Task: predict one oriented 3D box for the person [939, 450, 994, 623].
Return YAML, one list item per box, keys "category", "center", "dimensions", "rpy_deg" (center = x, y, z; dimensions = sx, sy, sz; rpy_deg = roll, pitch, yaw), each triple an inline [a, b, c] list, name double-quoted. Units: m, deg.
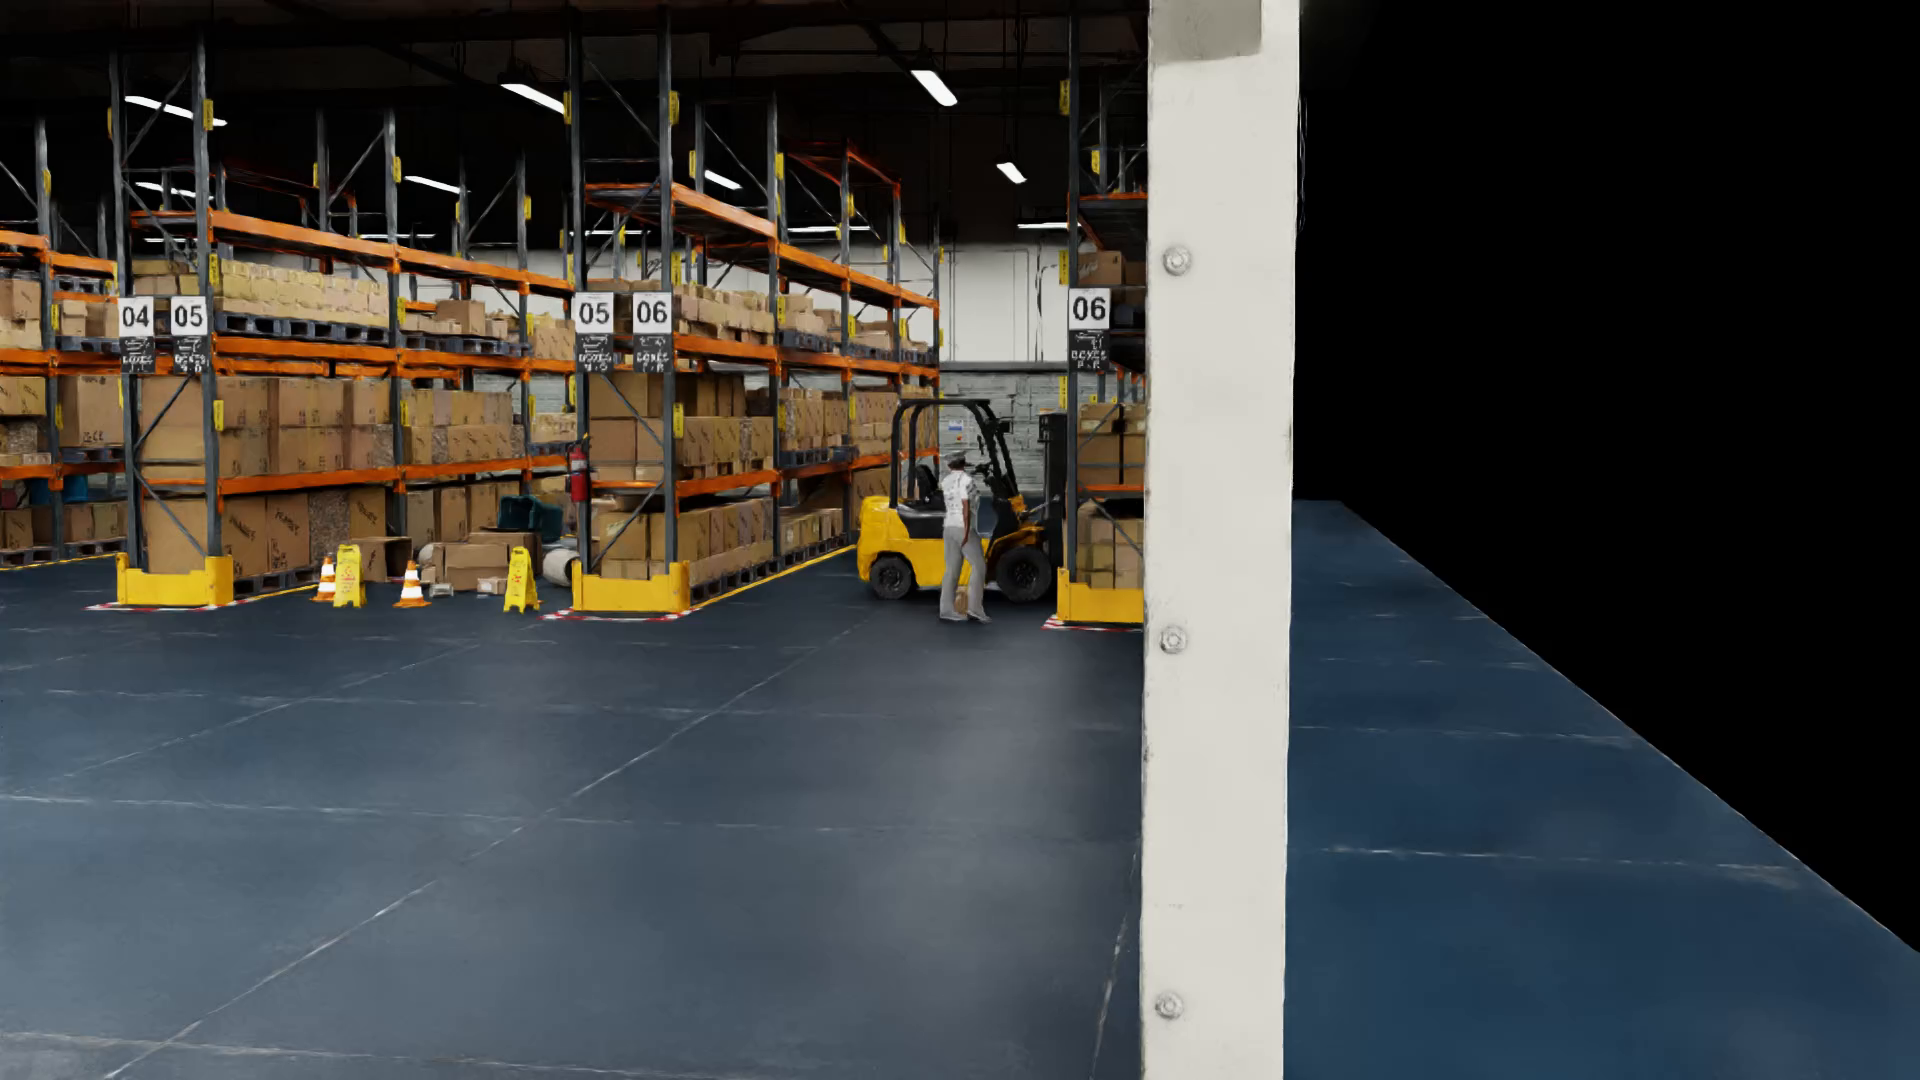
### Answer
- category: "person"
  center: [0.026, -0.028, 16.090]
  dimensions: [0.421, 1.650, 0.733]
  rpy_deg: [-2, 5, -25]
